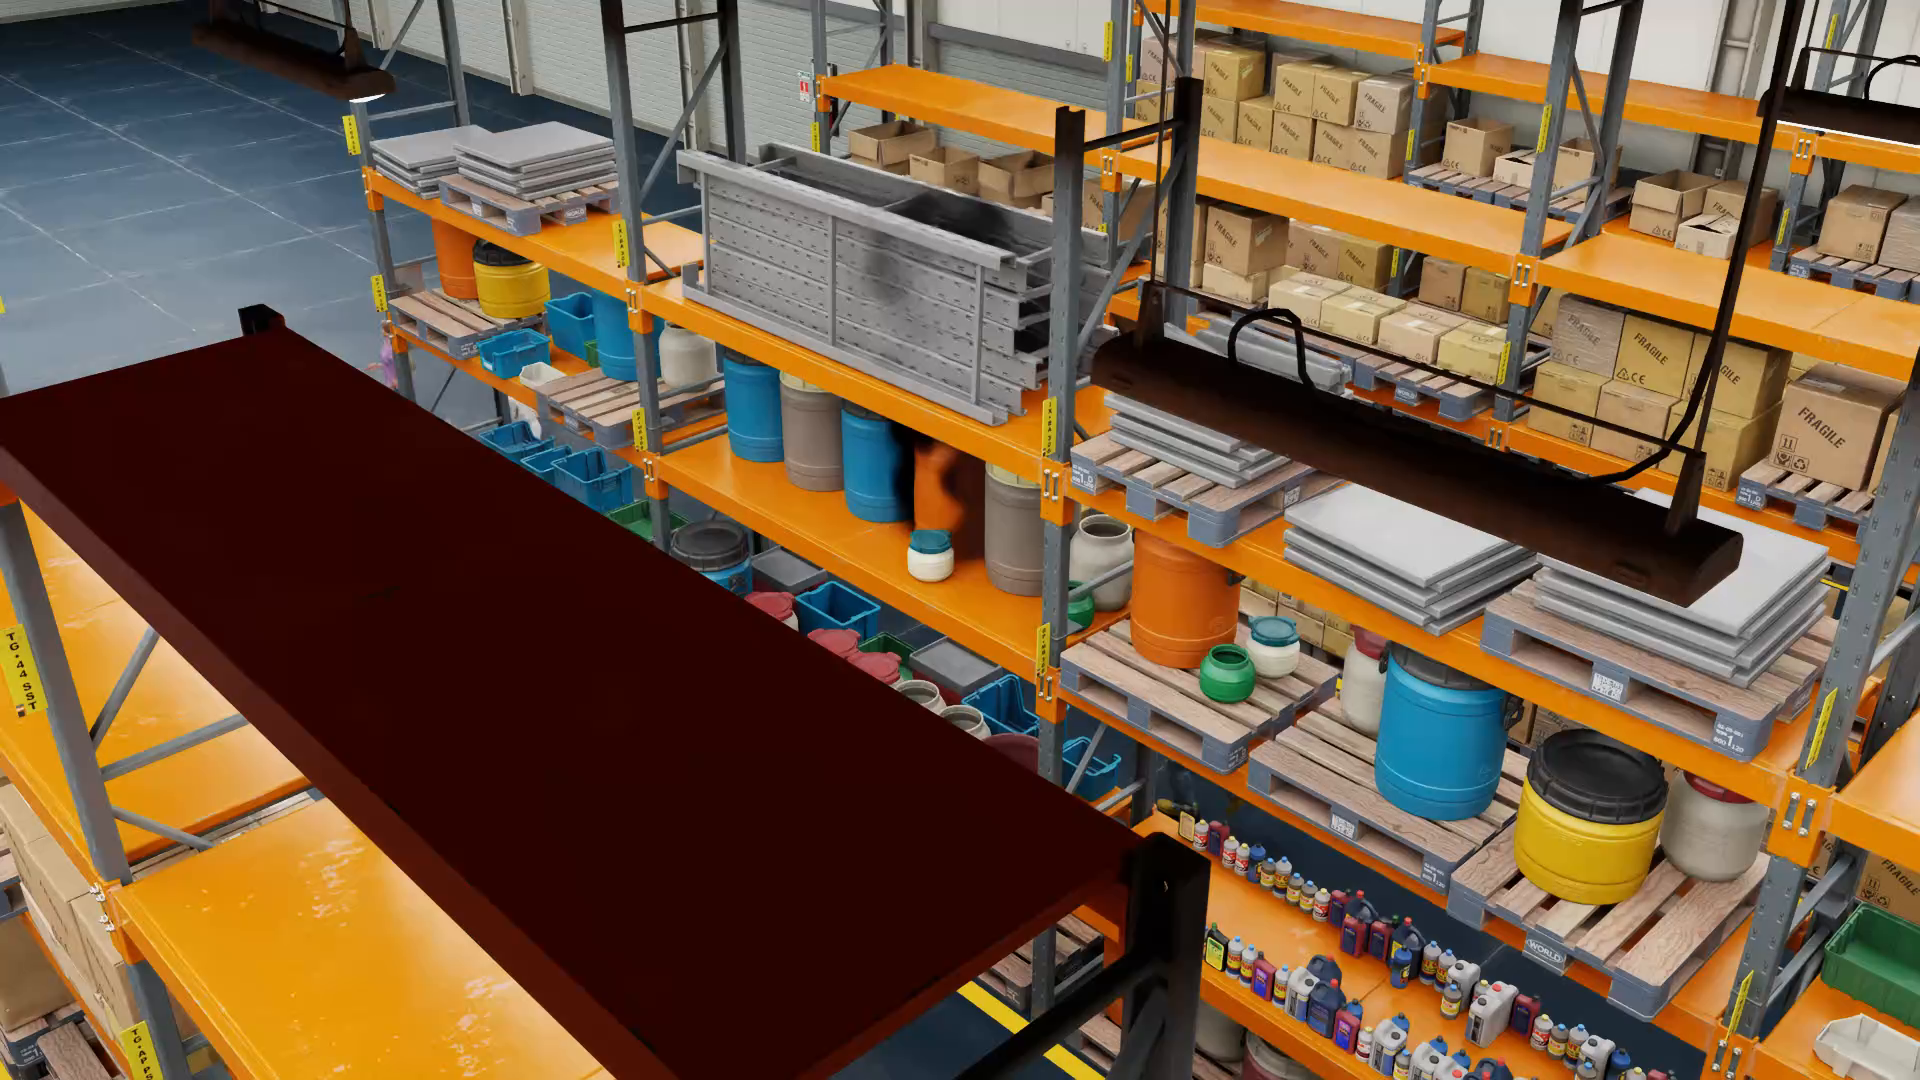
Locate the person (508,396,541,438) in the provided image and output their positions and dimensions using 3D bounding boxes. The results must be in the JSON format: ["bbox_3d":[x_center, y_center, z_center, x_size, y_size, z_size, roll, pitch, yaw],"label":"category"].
[{"bbox_3d":[-4.464,-1.023,16.961,0.580,1.729,0.665,4,28,8],"label":"person"}]

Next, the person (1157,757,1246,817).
[{"bbox_3d":[1.837,1.408,12.395,0.733,1.732,0.708,18,33,29],"label":"person"}]

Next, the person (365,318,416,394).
[{"bbox_3d":[-6.257,-1.700,18.388,0.532,1.537,0.525,-11,30,-20],"label":"person"}]
